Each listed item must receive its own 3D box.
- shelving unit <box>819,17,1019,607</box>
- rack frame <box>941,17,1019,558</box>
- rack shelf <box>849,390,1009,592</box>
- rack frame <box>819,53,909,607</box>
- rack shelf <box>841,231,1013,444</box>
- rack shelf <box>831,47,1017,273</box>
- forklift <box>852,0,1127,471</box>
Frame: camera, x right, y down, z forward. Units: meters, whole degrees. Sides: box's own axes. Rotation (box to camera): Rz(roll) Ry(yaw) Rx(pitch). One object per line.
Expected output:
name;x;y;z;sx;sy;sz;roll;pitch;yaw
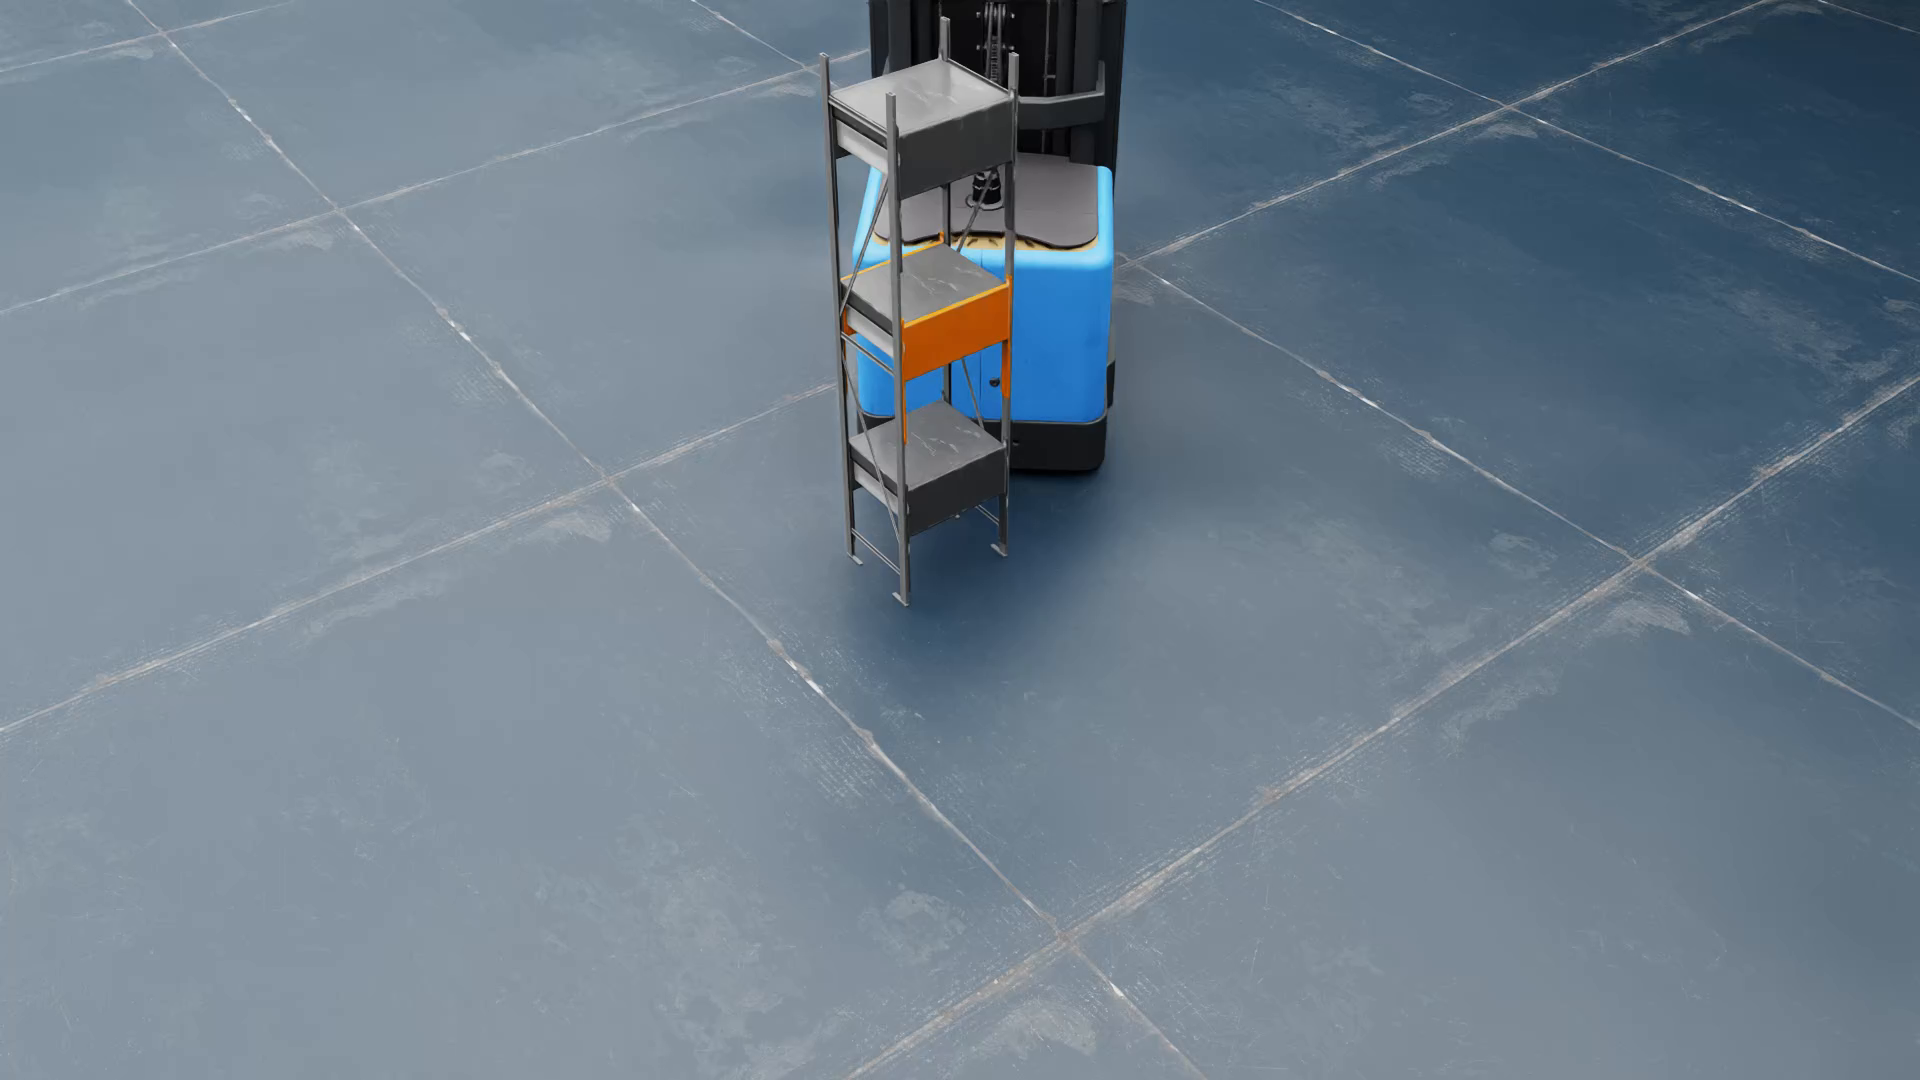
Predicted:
shelving unit;-0.131;-0.748;6.006;0.503;2.100;0.431;-26;46;-28
rack frame;0.062;-0.842;6.121;0.015;2.100;0.400;-26;46;-28
rack shelf;-0.131;-0.196;6.459;0.480;0.518;0.431;-26;46;-28
rack frame;-0.325;-0.654;5.891;0.015;2.100;0.400;-26;46;-28
rack shelf;-0.131;-0.737;6.015;0.480;0.518;0.431;-26;46;-28
rack shelf;-0.131;-1.278;5.571;0.480;0.518;0.431;-26;46;-28
forklift;0.174;-2.342;7.294;1.130;2.935;3.031;2;39;3
